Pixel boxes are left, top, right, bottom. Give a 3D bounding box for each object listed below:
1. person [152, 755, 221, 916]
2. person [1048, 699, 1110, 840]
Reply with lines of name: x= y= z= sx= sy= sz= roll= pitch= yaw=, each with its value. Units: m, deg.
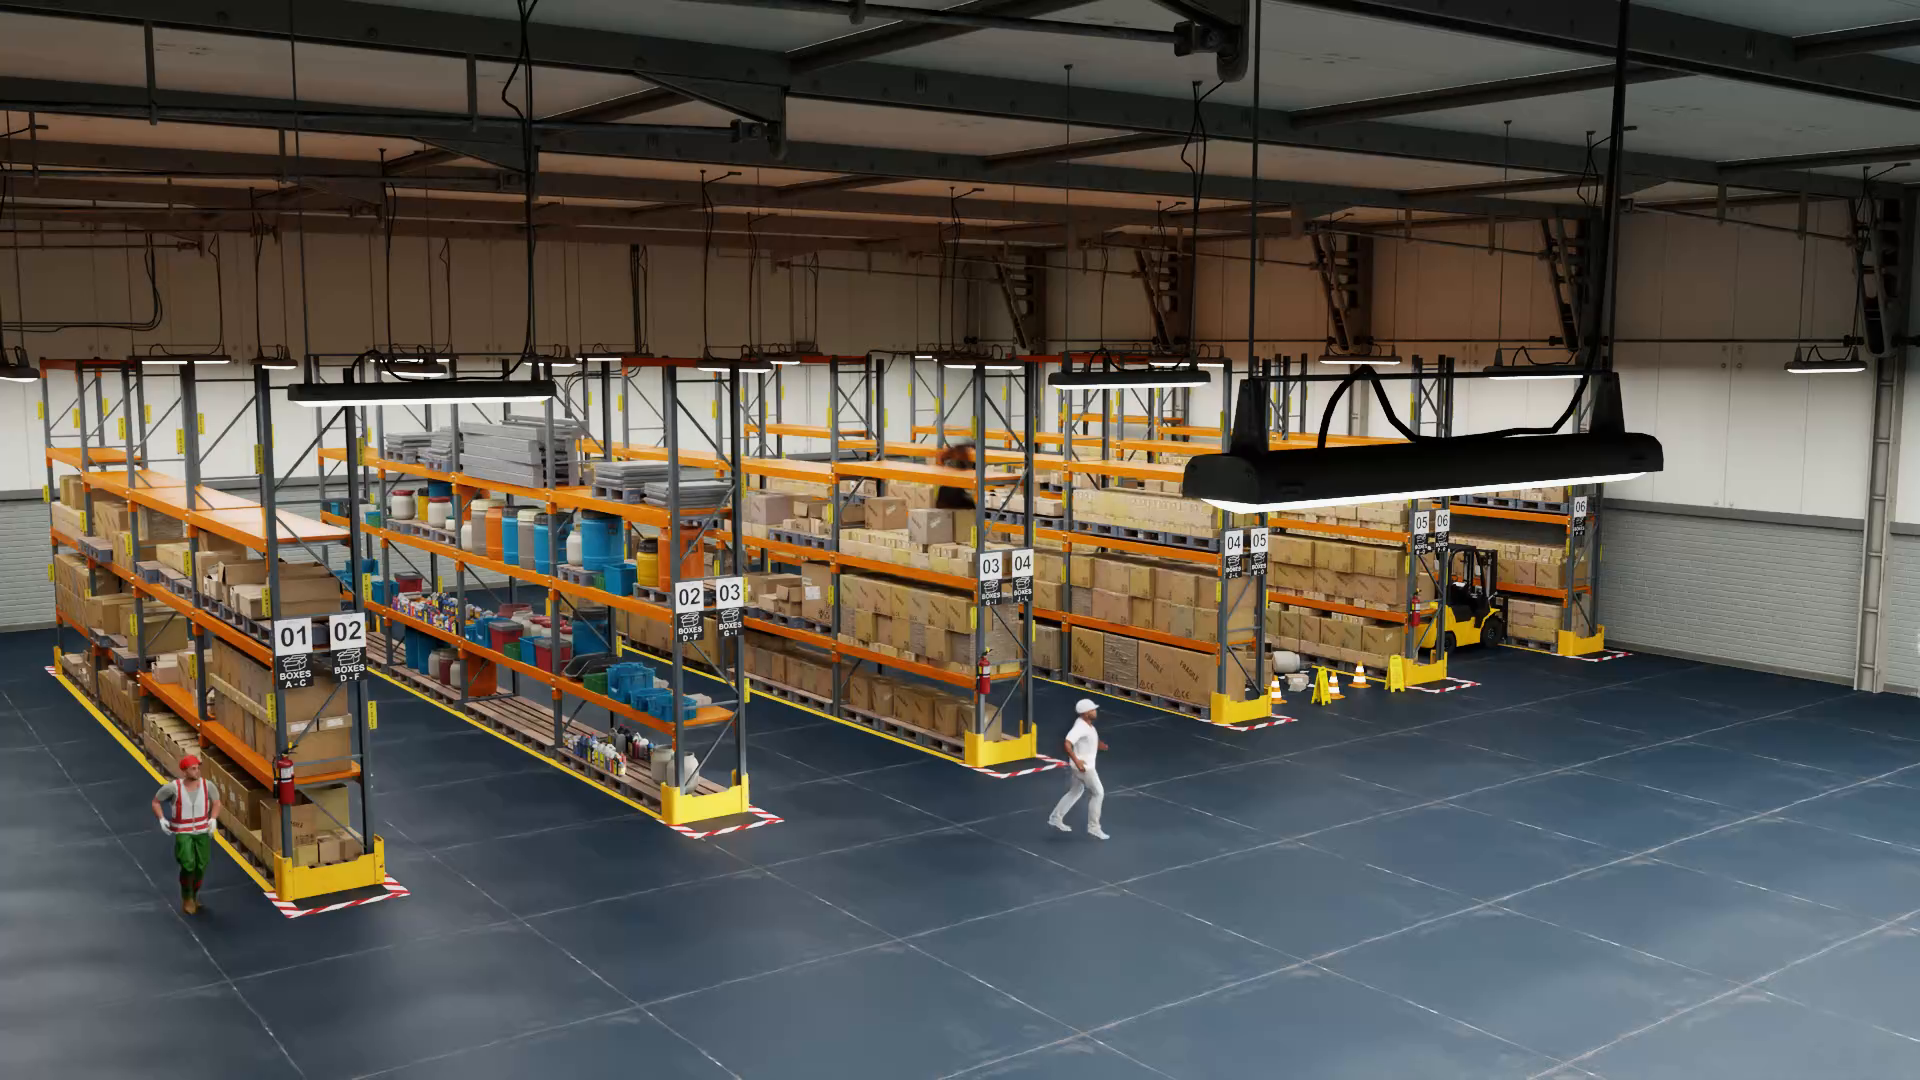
person: x=-8.478 y=3.256 z=18.374 sx=0.674 sy=1.758 sz=0.591 roll=-6 pitch=9 yaw=-40
person: x=1.518 y=2.913 z=21.206 sx=0.783 sy=1.817 sz=0.685 roll=0 pitch=7 yaw=0
